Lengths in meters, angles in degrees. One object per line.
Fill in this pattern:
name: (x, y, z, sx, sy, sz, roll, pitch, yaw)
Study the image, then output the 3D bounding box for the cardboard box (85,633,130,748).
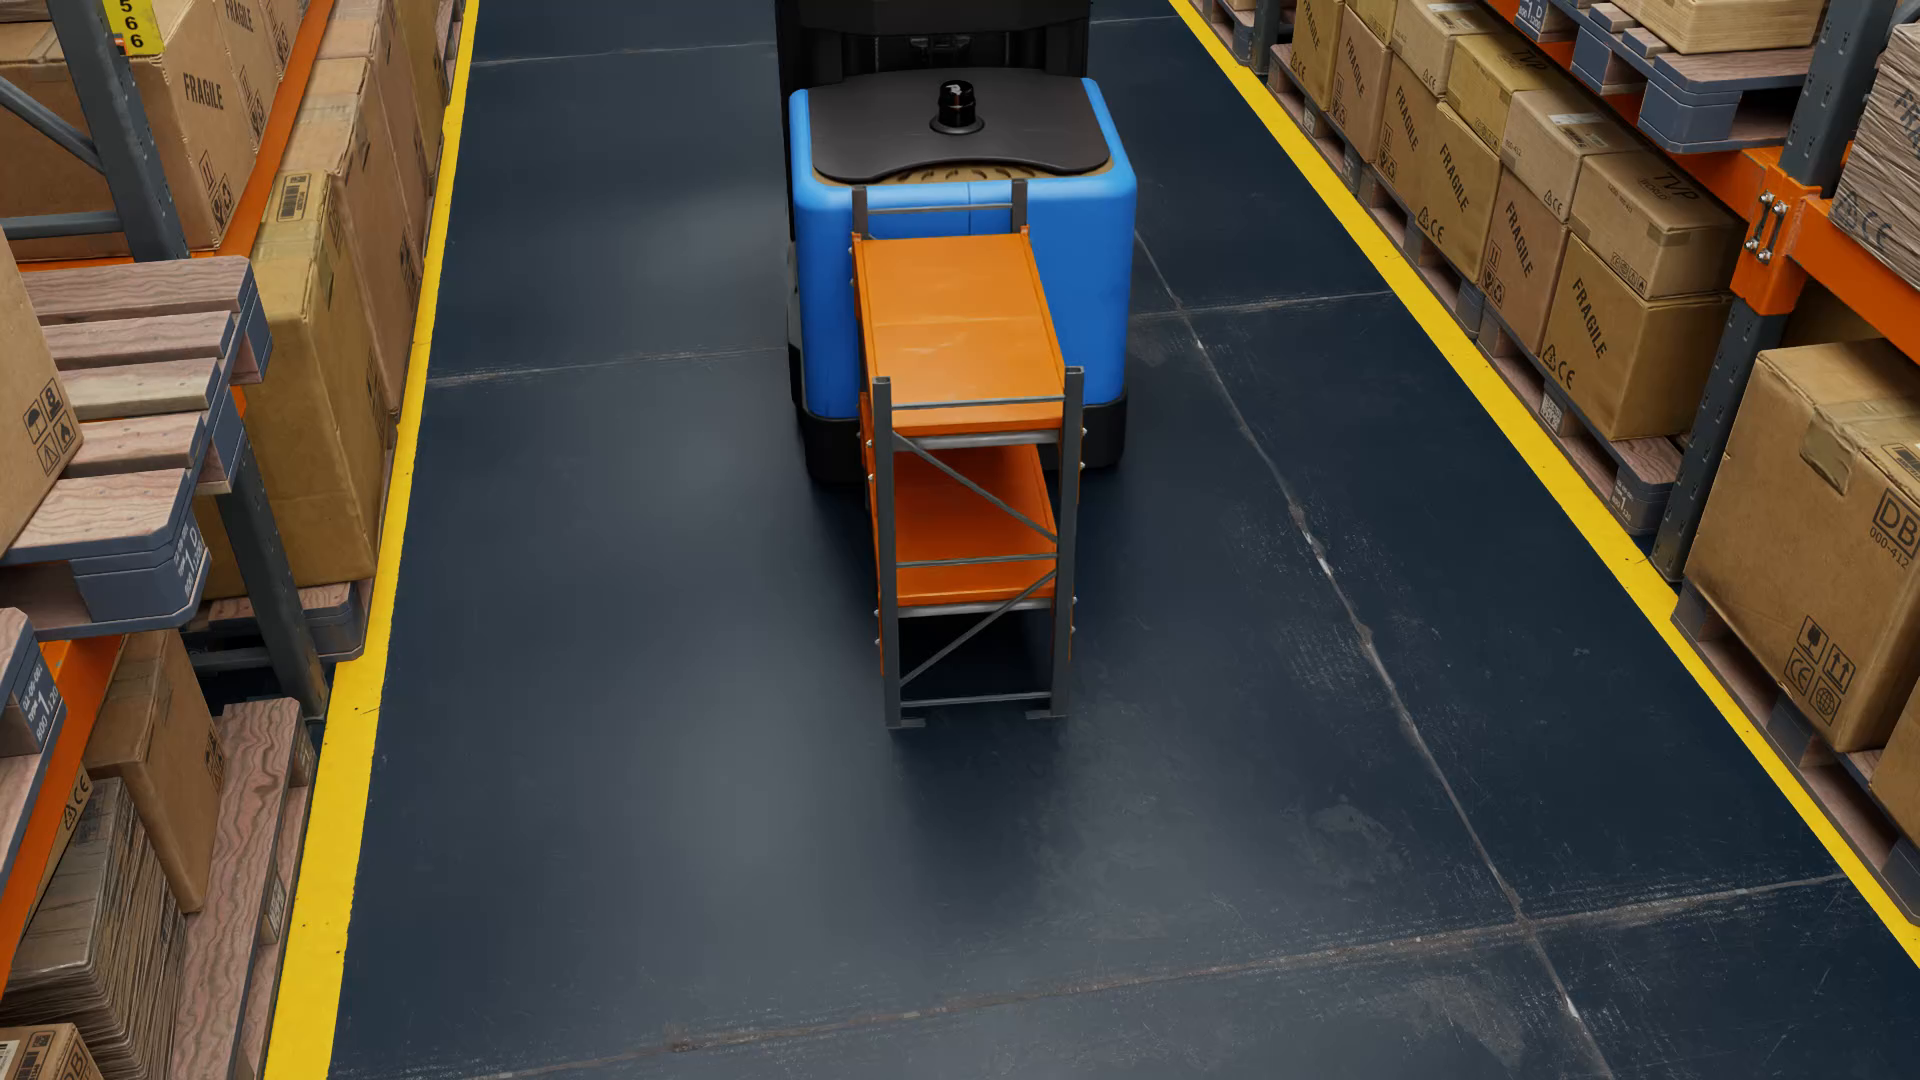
cardboard box: (-2.114, 0.255, 3.545, 0.500, 0.250, 0.500, -5, 38, -6)

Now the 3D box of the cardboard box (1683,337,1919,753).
cardboard box: (2.658, -0.036, 4.343, 1.050, 0.750, 0.750, -7, 38, -9)

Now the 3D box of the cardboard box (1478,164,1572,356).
cardboard box: (2.180, -0.998, 5.785, 0.500, 0.500, 0.500, -5, 38, -6)

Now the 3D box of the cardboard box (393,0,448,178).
cardboard box: (-2.830, -2.022, 6.798, 1.225, 0.875, 0.875, -6, 38, -8)

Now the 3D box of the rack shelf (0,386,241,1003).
rack shelf: (-1.910, 0.828, 2.325, 1.077, 0.370, 4.000, -6, 38, -8)

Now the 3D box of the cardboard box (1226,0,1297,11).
cardboard box: (1.535, -2.793, 8.381, 0.380, 0.149, 0.250, -6, 38, -7)

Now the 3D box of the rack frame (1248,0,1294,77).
rack frame: (1.939, -3.552, 7.378, 1.000, 3.000, 0.127, -6, 38, -8)

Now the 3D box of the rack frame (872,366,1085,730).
rack frame: (0.044, 0.055, 4.263, 0.500, 1.125, 0.032, -4, 38, -5)

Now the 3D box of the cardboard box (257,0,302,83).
cardboard box: (-2.264, -1.647, 4.843, 0.500, 0.500, 0.500, -7, 38, -9)

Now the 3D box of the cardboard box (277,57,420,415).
cardboard box: (-2.510, -0.949, 5.416, 1.225, 0.875, 0.875, -6, 38, -8)

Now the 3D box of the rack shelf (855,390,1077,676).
rack shelf: (-0.007, -0.063, 4.812, 0.538, 0.278, 1.000, -4, 38, -5)

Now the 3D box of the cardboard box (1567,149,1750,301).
cardboard box: (2.262, -0.996, 5.171, 0.500, 0.250, 0.500, -7, 38, -9)

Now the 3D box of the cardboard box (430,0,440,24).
cardboard box: (-2.999, -2.814, 7.817, 0.875, 0.875, 0.875, -6, 38, -8)

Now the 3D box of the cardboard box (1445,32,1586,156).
cardboard box: (2.089, -1.609, 5.960, 0.500, 0.250, 0.500, -5, 38, -7)

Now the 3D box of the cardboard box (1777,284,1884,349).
cardboard box: (2.767, -0.770, 5.491, 0.500, 0.500, 0.500, -8, 39, -10)

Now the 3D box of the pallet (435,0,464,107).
pallet: (-3.018, -2.446, 8.227, 1.003, 0.211, 1.213, -6, 38, -8)

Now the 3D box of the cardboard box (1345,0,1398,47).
cardboard box: (1.904, -2.231, 6.761, 0.500, 0.250, 0.500, -5, 38, -7)

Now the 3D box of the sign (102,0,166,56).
sign: (-1.728, -1.154, 3.411, 0.100, 0.325, 0.005, -6, 38, -8)

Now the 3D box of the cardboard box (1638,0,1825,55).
cardboard box: (2.101, -1.451, 4.536, 0.380, 0.149, 0.250, -6, 38, -7)

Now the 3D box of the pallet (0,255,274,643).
pallet: (-2.031, -0.169, 3.179, 1.213, 0.211, 1.003, -6, 38, -8)

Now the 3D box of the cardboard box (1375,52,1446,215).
cardboard box: (2.007, -1.622, 6.588, 0.500, 0.500, 0.500, -6, 38, -7)

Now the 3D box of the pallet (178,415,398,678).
pallet: (-2.325, -0.047, 5.138, 1.003, 0.211, 1.213, -6, 38, -8)

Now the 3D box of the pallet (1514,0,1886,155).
pallet: (2.410, -1.480, 4.866, 1.213, 0.211, 1.003, -6, 38, -8)

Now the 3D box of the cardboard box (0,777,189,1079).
cardboard box: (-2.014, 0.886, 3.344, 0.700, 0.500, 0.500, -9, 39, -12)

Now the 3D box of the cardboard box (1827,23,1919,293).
cardboard box: (2.453, -0.876, 3.851, 0.500, 0.500, 0.500, -6, 38, -7)

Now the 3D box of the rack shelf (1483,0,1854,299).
rack shelf: (2.290, -2.060, 6.043, 1.077, 0.370, 4.000, -6, 38, -8)

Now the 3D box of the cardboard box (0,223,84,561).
cardboard box: (-1.930, -0.221, 2.666, 0.700, 0.500, 0.500, -1, 38, -1)

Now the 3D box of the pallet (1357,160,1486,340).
pallet: (2.294, -1.243, 6.677, 1.003, 0.211, 1.213, -6, 38, -8)

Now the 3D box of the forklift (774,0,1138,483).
forklift: (-0.120, -2.236, 5.739, 1.130, 2.935, 3.031, -4, 38, -4)

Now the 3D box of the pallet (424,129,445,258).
pallet: (-2.752, -1.521, 7.035, 1.003, 0.211, 1.213, -6, 38, -8)

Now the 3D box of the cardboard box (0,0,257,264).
cardboard box: (-2.078, -1.026, 4.044, 0.500, 0.500, 0.500, -5, 38, -7)

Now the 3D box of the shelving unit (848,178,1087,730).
shelving unit: (-0.007, -0.256, 4.662, 0.538, 1.125, 1.048, -4, 38, -5)

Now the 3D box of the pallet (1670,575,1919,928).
pallet: (2.704, 0.449, 4.500, 1.003, 0.211, 1.213, -6, 38, -8)

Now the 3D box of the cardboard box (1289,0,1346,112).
cardboard box: (1.807, -2.256, 7.404, 0.500, 0.500, 0.500, -5, 38, -6)
